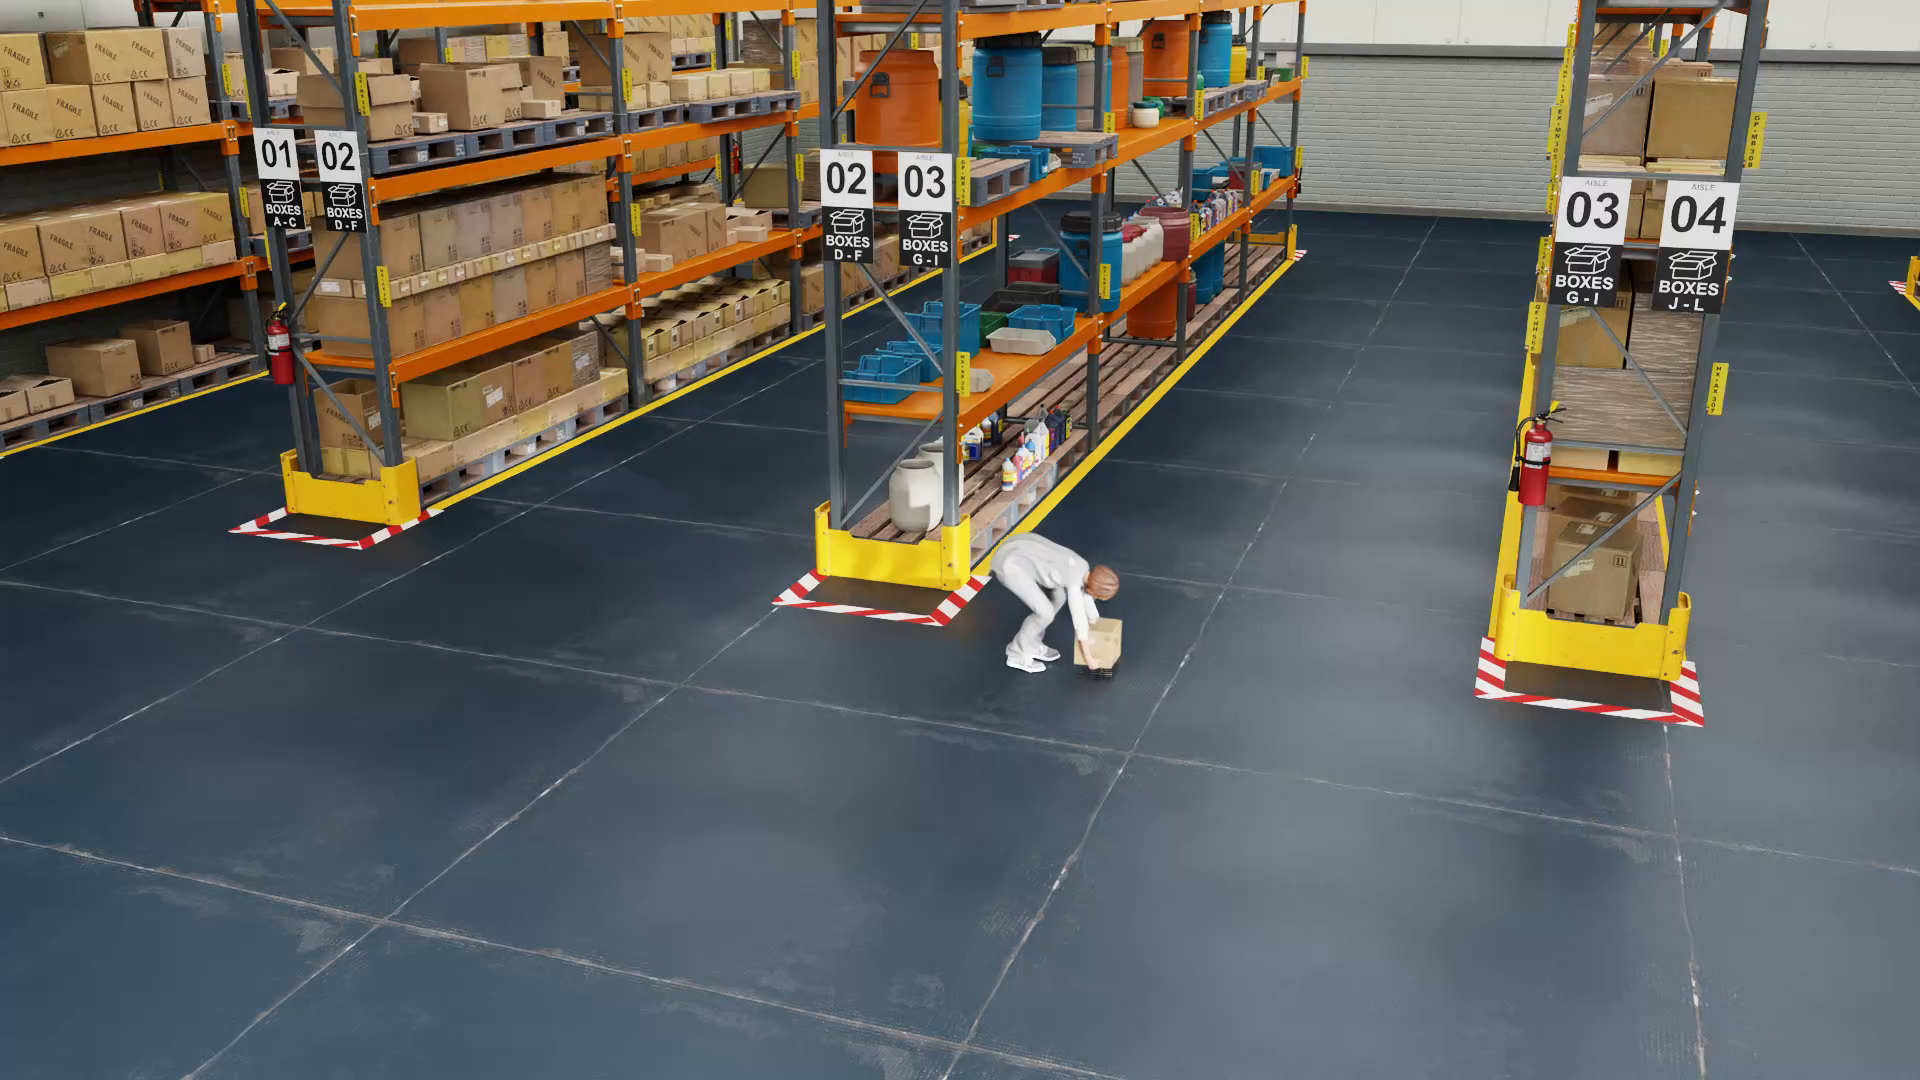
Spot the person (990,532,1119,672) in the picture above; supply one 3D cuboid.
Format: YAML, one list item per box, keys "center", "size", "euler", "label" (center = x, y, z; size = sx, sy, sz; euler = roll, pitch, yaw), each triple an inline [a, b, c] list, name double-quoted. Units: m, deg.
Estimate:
- center: [0.620, 0.415, 10.946]
  size: [0.856, 0.898, 0.414]
  euler: [5, 20, 16]
  label: "person"
